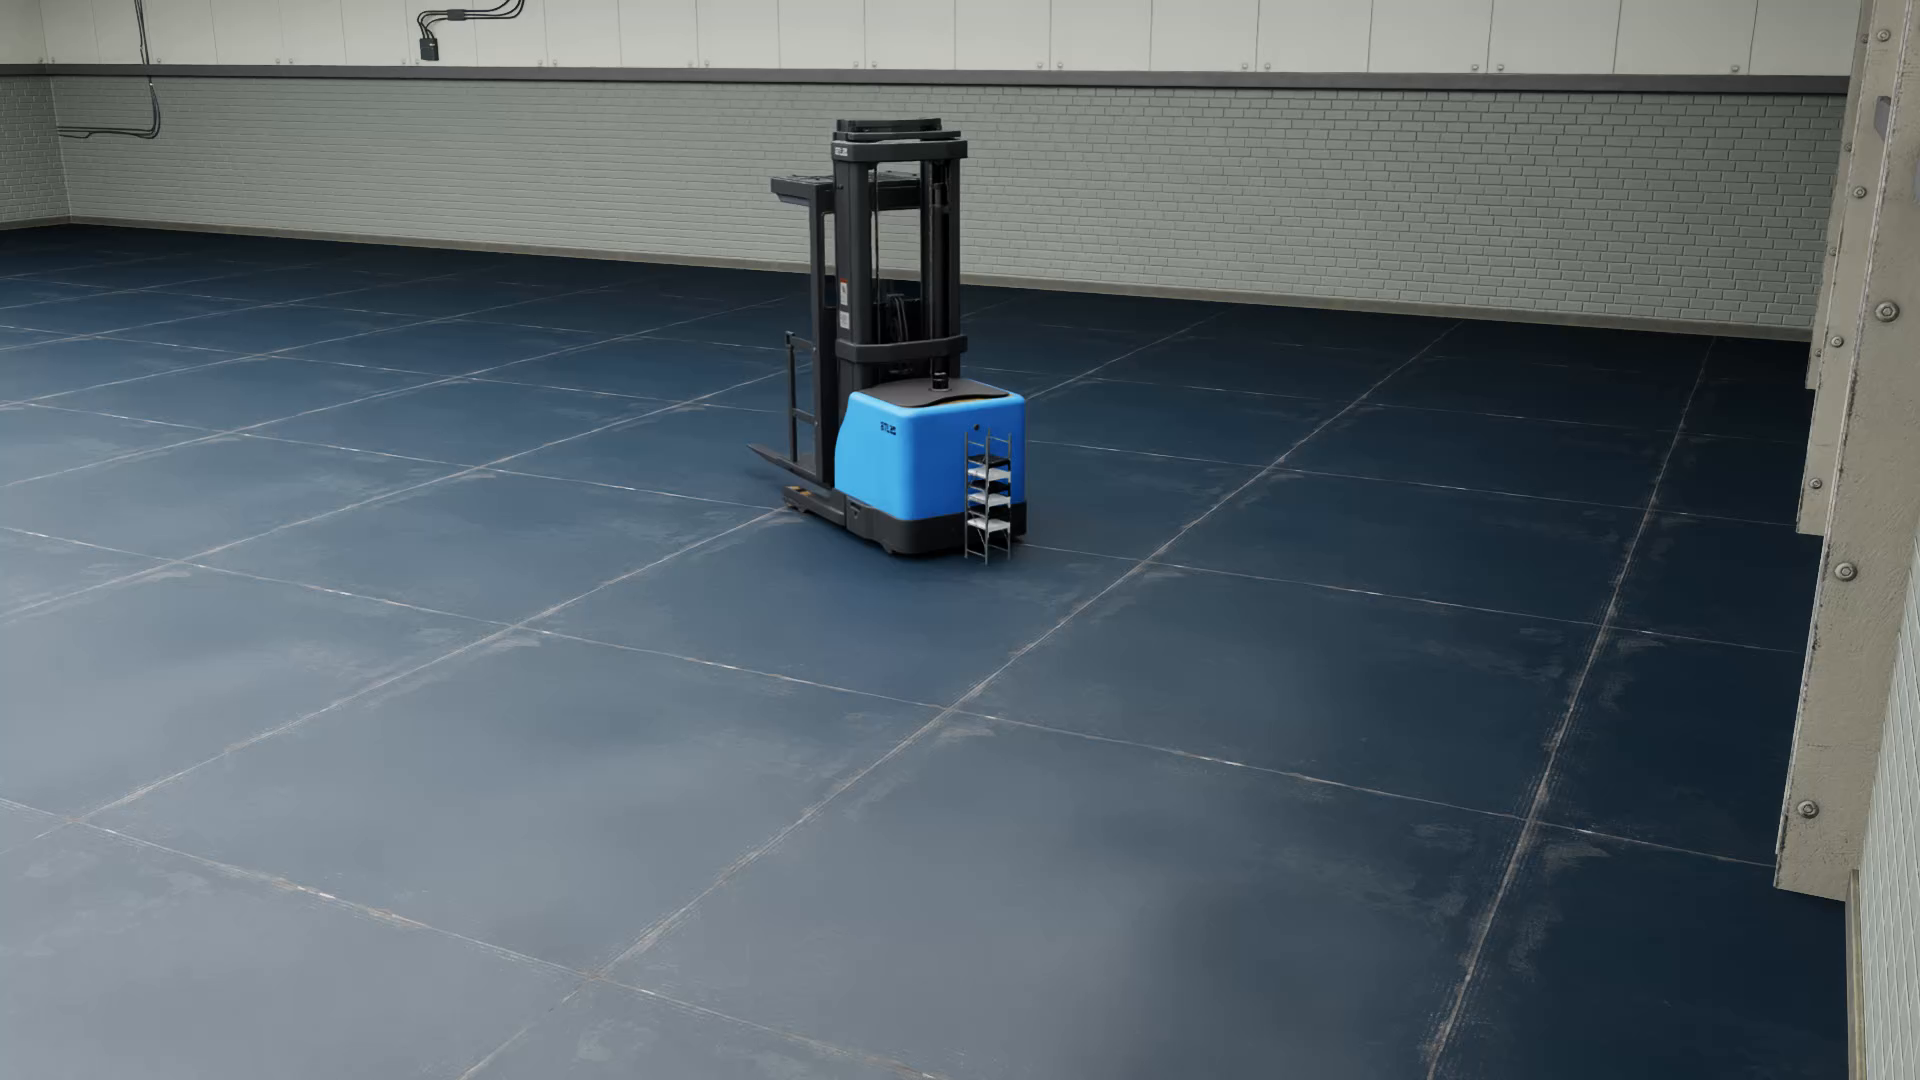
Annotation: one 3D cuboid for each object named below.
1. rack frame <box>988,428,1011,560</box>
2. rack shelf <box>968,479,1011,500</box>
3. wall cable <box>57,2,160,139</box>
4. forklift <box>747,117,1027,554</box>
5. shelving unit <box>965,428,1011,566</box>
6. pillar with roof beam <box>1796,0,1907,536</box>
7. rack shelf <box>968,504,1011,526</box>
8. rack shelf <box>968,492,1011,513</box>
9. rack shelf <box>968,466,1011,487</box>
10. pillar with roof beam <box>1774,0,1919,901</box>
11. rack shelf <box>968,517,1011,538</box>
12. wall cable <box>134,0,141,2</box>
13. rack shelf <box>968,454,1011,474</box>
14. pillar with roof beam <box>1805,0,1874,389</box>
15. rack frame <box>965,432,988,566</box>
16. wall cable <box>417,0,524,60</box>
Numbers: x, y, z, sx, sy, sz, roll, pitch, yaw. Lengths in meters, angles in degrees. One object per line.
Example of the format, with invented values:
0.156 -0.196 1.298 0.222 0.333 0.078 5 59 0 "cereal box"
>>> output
0.271 -0.317 11.511 0.006 0.900 0.240 -13 21 -37 "rack frame"
0.192 -0.353 11.433 0.200 0.077 0.258 -13 21 -37 "rack shelf"
-16.638 -9.028 32.068 3.097 2.526 0.112 8 18 25 "wall cable"
-0.717 -1.673 12.511 1.130 2.935 3.031 -10 19 -30 "forklift"
0.192 -0.299 11.450 0.210 0.900 0.258 -13 21 -37 "shelving unit"
2.511 -4.946 12.872 9.100 9.000 0.400 8 18 25 "pillar with roof beam"
0.192 -0.181 11.485 0.200 0.077 0.258 -13 21 -37 "rack shelf"
0.192 -0.267 11.459 0.200 0.077 0.258 -13 21 -37 "rack shelf"
0.192 -0.439 11.408 0.200 0.077 0.258 -13 21 -37 "rack shelf"
-0.170 -3.418 7.726 9.100 9.000 0.400 8 18 25 "pillar with roof beam"
0.192 -0.094 11.510 0.200 0.077 0.258 -13 21 -37 "rack shelf"
-14.217 -11.105 30.190 3.097 2.526 0.112 8 18 25 "wall cable"
0.192 -0.526 11.382 0.200 0.077 0.258 -13 21 -37 "rack shelf"
5.192 -6.474 18.017 9.100 9.000 0.400 8 18 25 "pillar with roof beam"
0.113 -0.280 11.388 0.006 0.900 0.240 -13 21 -37 "rack frame"
-8.152 -10.935 27.062 2.305 6.003 0.169 8 18 25 "wall cable"
